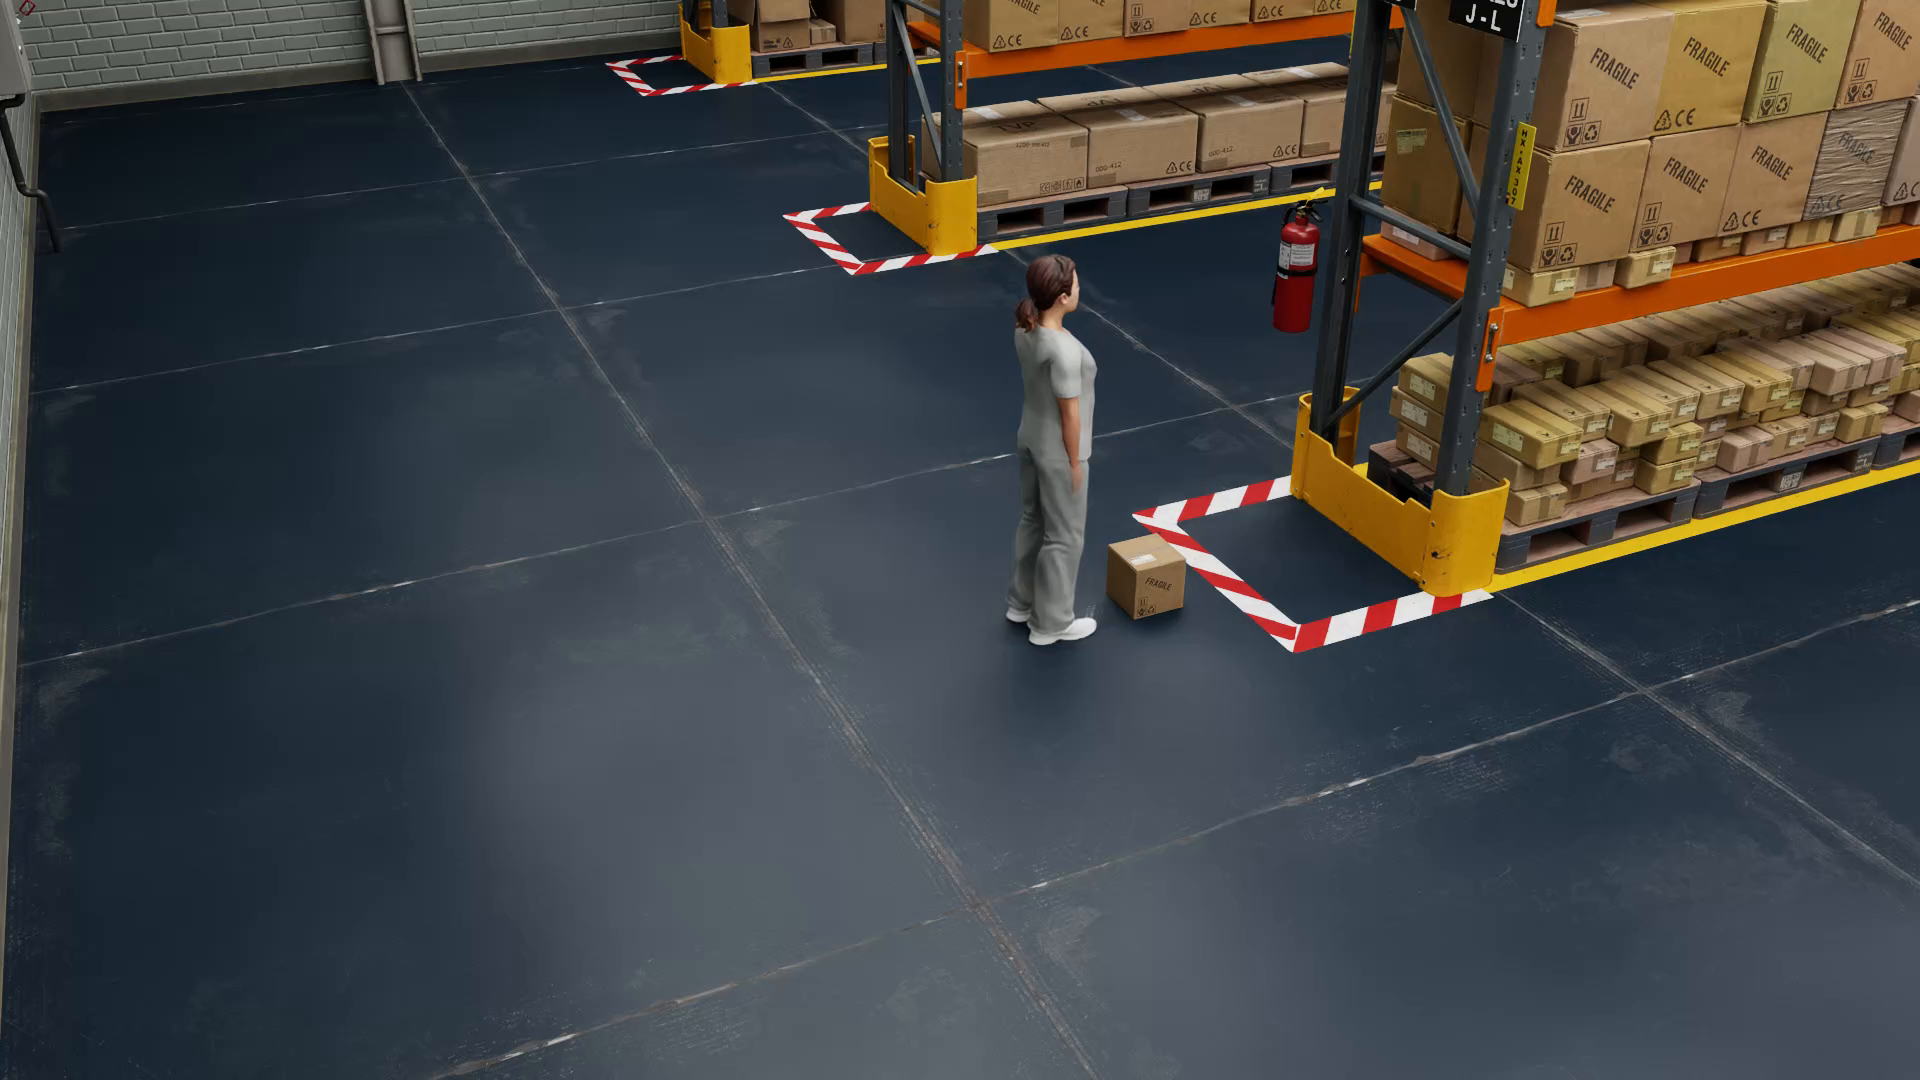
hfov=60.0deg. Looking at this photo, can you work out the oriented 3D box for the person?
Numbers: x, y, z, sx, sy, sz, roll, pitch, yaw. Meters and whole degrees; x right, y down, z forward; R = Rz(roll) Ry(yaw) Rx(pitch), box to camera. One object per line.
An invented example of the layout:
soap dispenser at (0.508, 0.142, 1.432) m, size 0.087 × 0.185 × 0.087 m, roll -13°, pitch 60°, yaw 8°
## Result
person at (0.367, -0.358, 6.775) m, size 0.359 × 1.676 × 0.437 m, roll -12°, pitch 32°, yaw -21°
